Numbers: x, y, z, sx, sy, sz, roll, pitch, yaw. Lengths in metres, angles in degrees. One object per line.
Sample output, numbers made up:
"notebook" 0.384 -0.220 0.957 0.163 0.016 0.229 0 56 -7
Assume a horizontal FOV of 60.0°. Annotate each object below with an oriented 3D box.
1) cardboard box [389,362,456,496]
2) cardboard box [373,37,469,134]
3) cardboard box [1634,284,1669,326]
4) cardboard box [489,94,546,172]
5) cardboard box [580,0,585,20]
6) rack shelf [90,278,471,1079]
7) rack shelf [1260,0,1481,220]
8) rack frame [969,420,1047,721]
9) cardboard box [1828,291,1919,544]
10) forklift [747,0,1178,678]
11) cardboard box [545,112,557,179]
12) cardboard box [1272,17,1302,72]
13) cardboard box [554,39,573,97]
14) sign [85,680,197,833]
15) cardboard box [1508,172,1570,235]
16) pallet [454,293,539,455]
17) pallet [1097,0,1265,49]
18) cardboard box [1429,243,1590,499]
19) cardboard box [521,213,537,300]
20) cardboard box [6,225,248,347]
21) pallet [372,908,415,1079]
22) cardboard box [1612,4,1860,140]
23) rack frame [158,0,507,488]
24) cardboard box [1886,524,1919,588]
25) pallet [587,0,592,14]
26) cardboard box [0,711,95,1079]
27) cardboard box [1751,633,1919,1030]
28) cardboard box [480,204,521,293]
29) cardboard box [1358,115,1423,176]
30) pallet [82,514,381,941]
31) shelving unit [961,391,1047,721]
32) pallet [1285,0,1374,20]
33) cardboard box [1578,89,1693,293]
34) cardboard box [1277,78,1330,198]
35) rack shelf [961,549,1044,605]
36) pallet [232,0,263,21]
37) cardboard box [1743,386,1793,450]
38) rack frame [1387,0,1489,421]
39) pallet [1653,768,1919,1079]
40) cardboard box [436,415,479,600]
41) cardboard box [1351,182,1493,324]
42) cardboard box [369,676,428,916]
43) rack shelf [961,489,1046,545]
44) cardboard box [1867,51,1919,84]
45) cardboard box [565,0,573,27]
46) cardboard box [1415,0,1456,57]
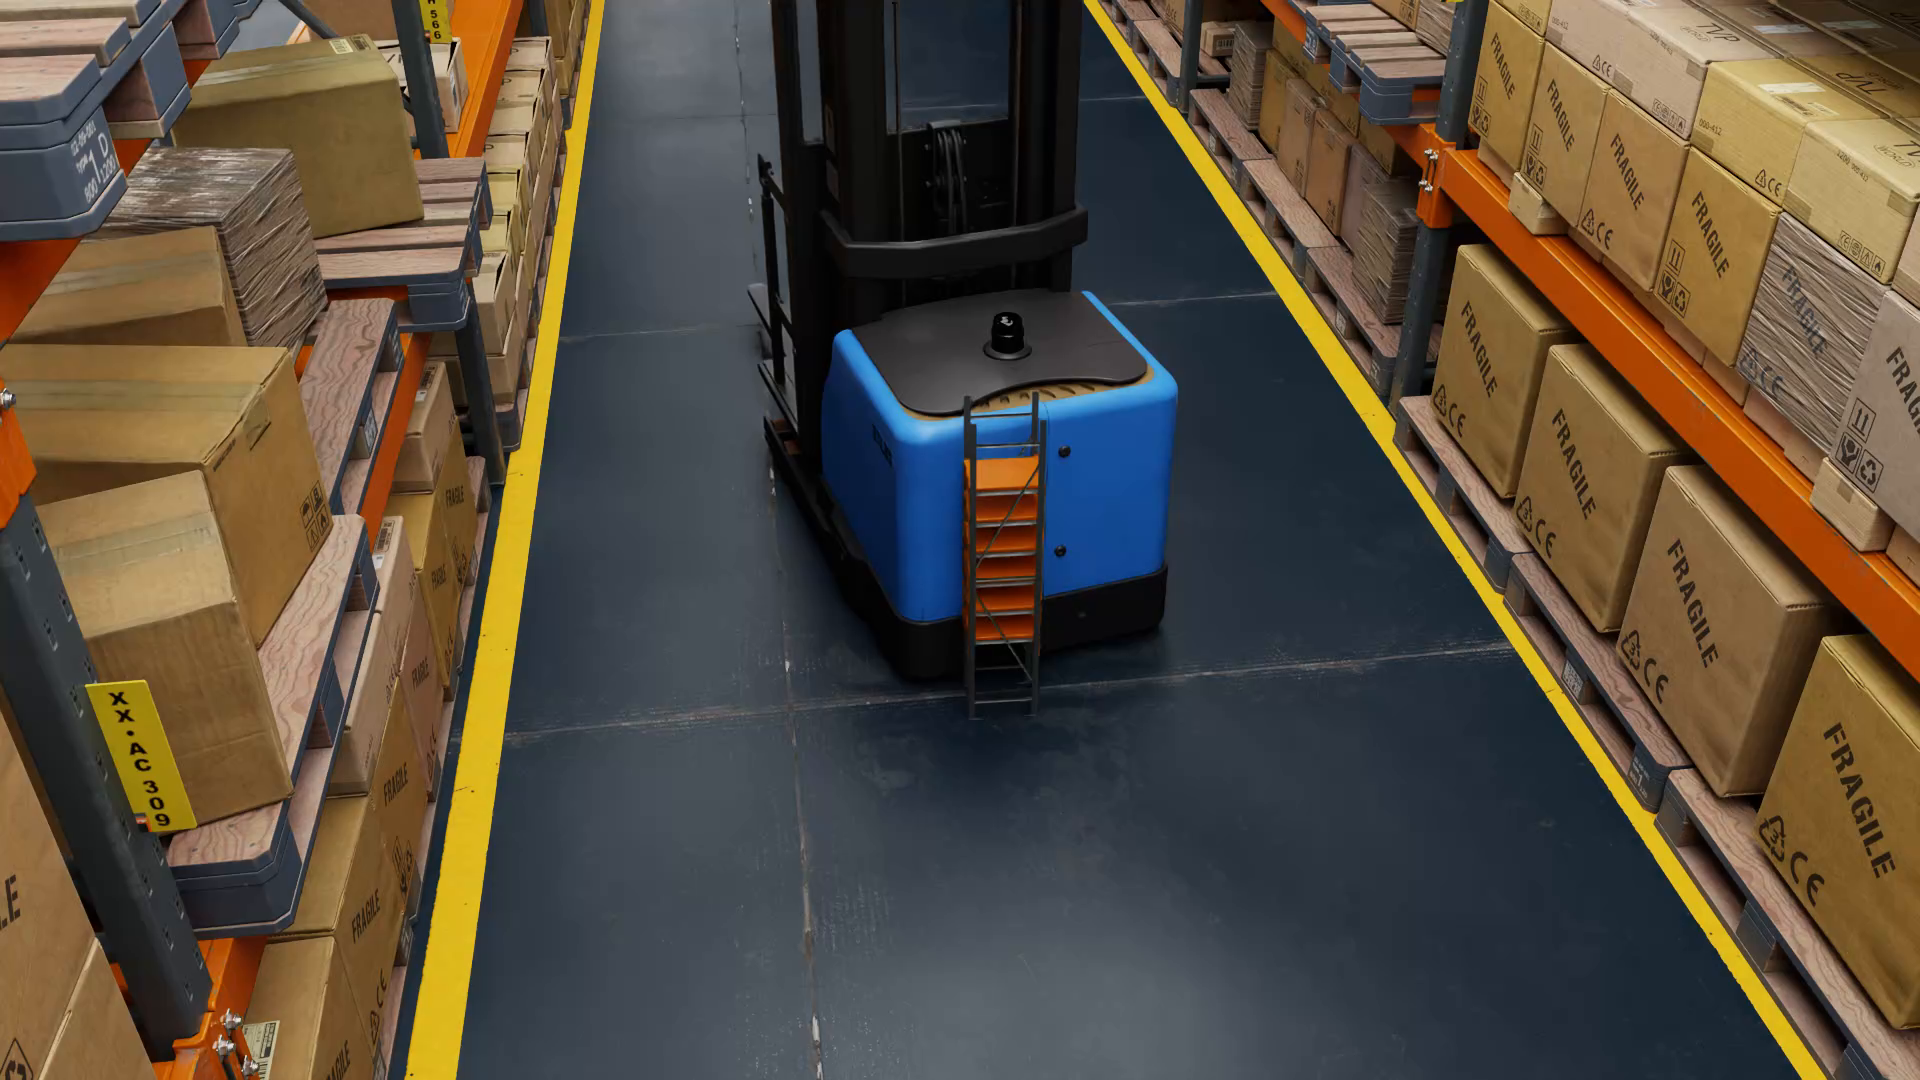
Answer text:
"cardboard box" -2.074 -0.386 5.817 0.500 0.250 0.500 -3 34 -5
"cardboard box" -2.372 -1.940 7.012 0.500 0.311 0.500 -5 35 -7
"cardboard box" 2.480 -0.827 5.506 0.380 0.149 0.250 -4 34 -6
"cardboard box" -2.502 -2.191 8.873 0.500 0.311 0.500 -4 35 -7
"cardboard box" -2.941 -3.851 11.807 0.500 0.250 0.500 -4 35 -6
"rack shelf" -2.175 -0.050 4.798 1.077 0.370 4.000 -4 35 -6
"rack shelf" 2.195 -2.659 8.627 1.077 0.370 4.000 -4 35 -6
"rack frame" 0.150 0.130 5.493 0.240 1.200 0.006 -3 34 -4
"cardboard box" 2.612 -0.303 4.160 0.500 0.500 0.500 -4 34 -6
"forklift" -0.214 -1.547 6.417 1.130 2.935 3.031 -11 36 -16
"cardboard box" -2.573 -2.240 9.443 0.500 0.250 0.500 -5 35 -7
"cardboard box" 2.104 -2.876 9.470 0.500 0.250 0.500 -5 35 -7
"cardboard box" -2.744 -3.014 10.578 0.500 0.250 0.500 -4 35 -6
"sign" -1.369 0.366 2.780 0.100 0.325 0.005 -4 35 -6
"cardboard box" 2.256 -1.247 6.122 0.380 0.149 0.250 -3 34 -5
"pallet" -2.516 -0.773 7.697 1.003 0.211 1.213 -4 35 -6
"pallet" 1.634 -3.974 12.394 1.003 0.211 1.213 -4 35 -6
"cardboard box" 2.433 -0.705 6.657 0.750 0.750 0.750 -5 35 -7
"cardboard box" -2.368 -1.385 8.187 0.500 0.250 0.500 -5 35 -8
"cardboard box" -2.205 -0.427 4.251 0.700 0.500 0.500 -13 36 -18
"pallet" -2.053 1.471 4.405 1.003 0.211 1.213 -4 35 -6
"cardboard box" 2.414 -1.471 5.208 0.500 0.250 0.500 -4 34 -6
"rack frame" -2.444 -1.463 6.233 1.000 3.000 0.127 -4 35 -6
"cardboard box" 2.629 0.033 4.243 0.380 0.149 0.250 -3 34 -5
"pallet" -3.375 -4.351 12.948 1.003 0.211 1.213 -4 35 -6
"cardboard box" -1.581 0.577 2.263 0.500 0.500 0.500 -4 34 -6
"cardboard box" 2.786 0.754 4.516 0.750 0.750 0.750 -4 34 -6
"cardboard box" -2.302 -1.339 7.622 0.500 0.311 0.500 -5 35 -8
"cardboard box" 2.301 -2.020 8.213 0.500 0.250 0.500 -4 34 -5
"pallet" -1.905 0.394 3.678 1.003 0.211 1.213 -4 35 -6
"shelving unit" 0.142 0.079 5.568 0.258 1.200 0.189 -3 34 -4
"pallet" 2.157 -2.862 8.457 1.003 0.211 1.213 -4 35 -6
"cardboard box" 2.403 -1.152 5.407 0.500 0.500 0.500 -5 35 -7
"cardboard box" 2.190 -2.239 9.201 0.700 0.500 0.500 -4 34 -6
"rack shelf" 0.142 0.116 5.593 0.258 0.103 0.180 -3 34 -4
"pallet" -2.067 -1.340 3.557 1.213 0.211 1.003 -4 35 -6
"cardboard box" 2.549 -0.392 4.867 0.380 0.149 0.250 -5 35 -8
"rack frame" 2.464 -1.840 6.787 1.000 3.000 0.127 -4 35 -6
"pallet" 2.824 1.119 4.920 1.003 0.211 1.213 -4 35 -6
"cardboard box" -2.085 -0.108 6.073 0.500 0.500 0.500 -3 34 -5
"cardboard box" 2.316 -1.387 7.950 0.700 0.500 0.500 -4 34 -6
"cardboard box" -1.872 0.756 4.806 0.500 0.500 0.500 -4 34 -6
"rack shelf" 0.142 -0.082 5.458 0.258 0.103 0.180 -3 34 -4
"cardboard box" 2.983 -1.229 4.853 0.500 0.250 0.500 -5 35 -7
"cardboard box" -2.809 -3.603 10.776 0.500 0.500 0.500 -4 35 -6
"cardboard box" 2.391 -2.325 7.018 0.700 0.500 0.500 -8 35 -12
